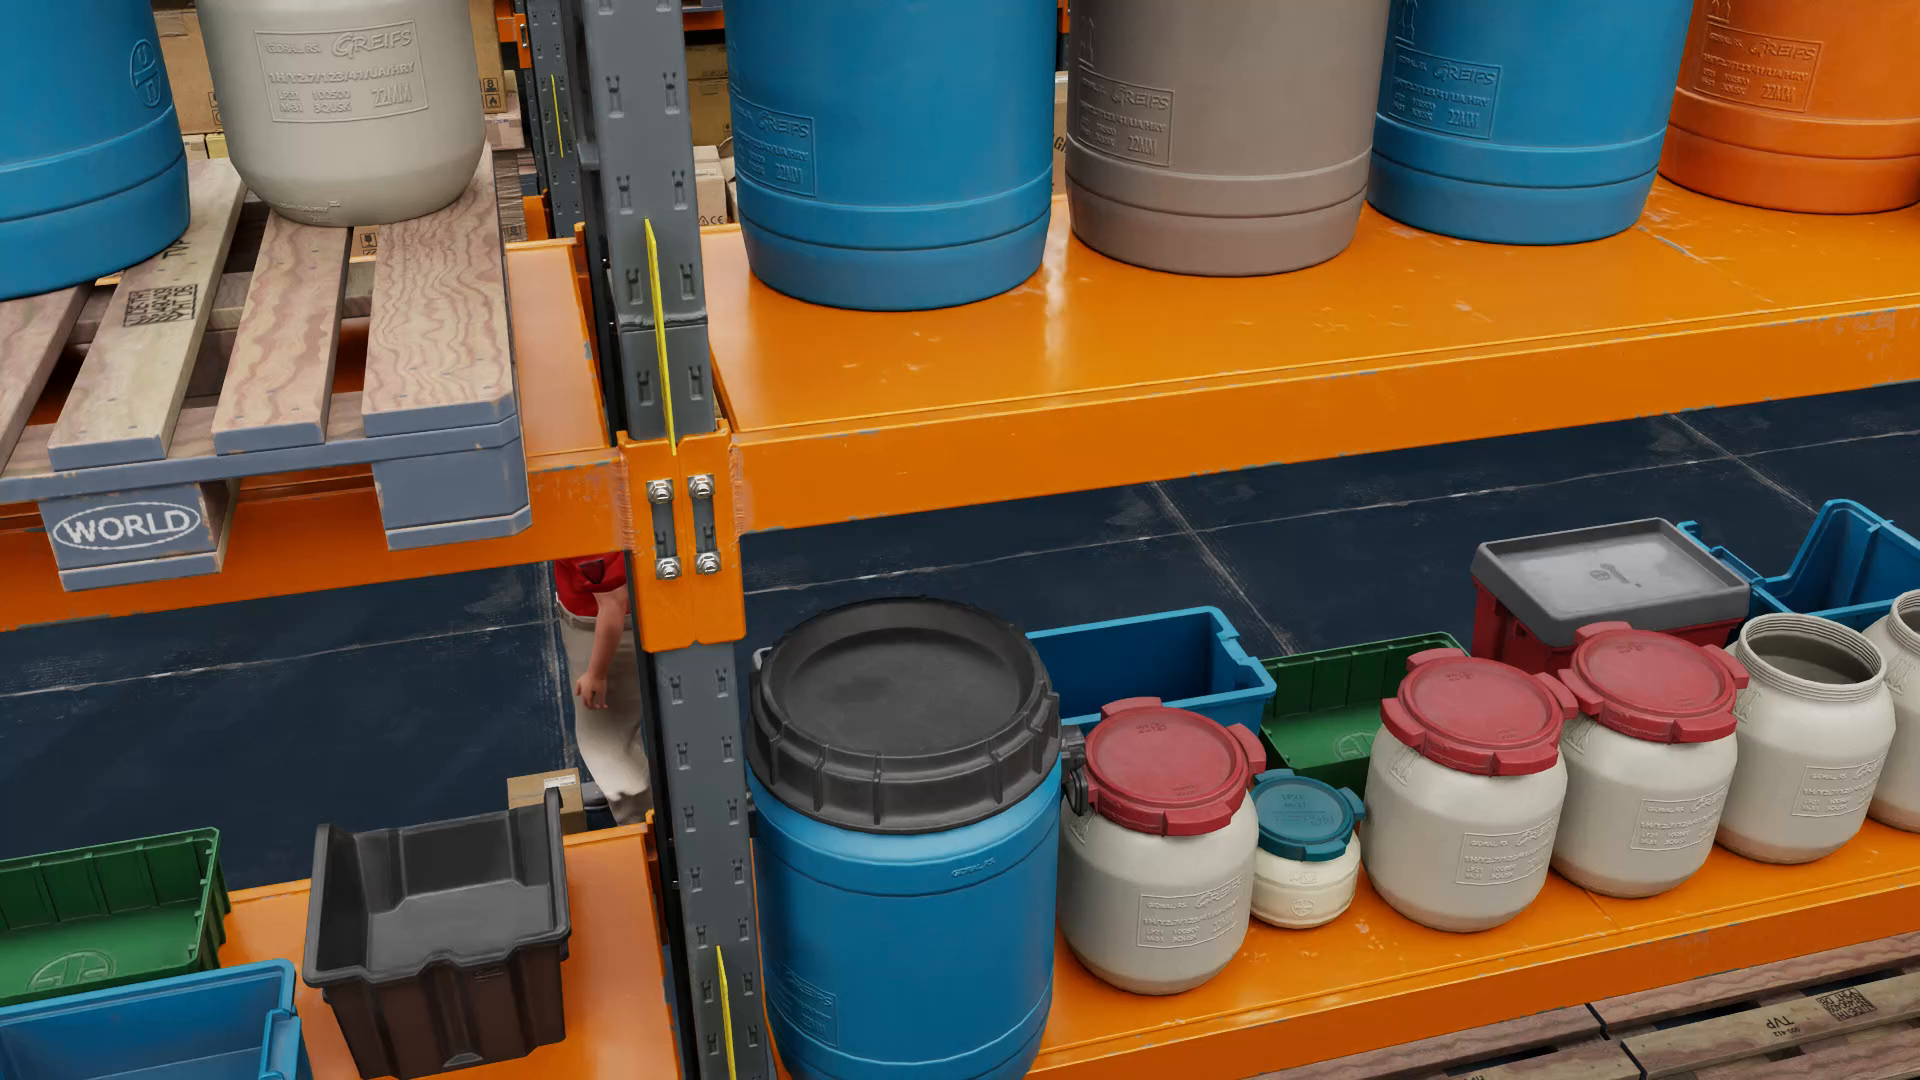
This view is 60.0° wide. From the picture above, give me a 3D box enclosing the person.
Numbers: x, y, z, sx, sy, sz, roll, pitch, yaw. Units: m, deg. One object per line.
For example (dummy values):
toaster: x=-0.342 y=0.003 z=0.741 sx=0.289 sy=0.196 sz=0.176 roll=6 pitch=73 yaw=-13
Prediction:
person: x=-1.215 y=0.318 z=5.594 sx=0.396 sy=1.726 sz=0.585 roll=-8 pitch=31 yaw=-13
